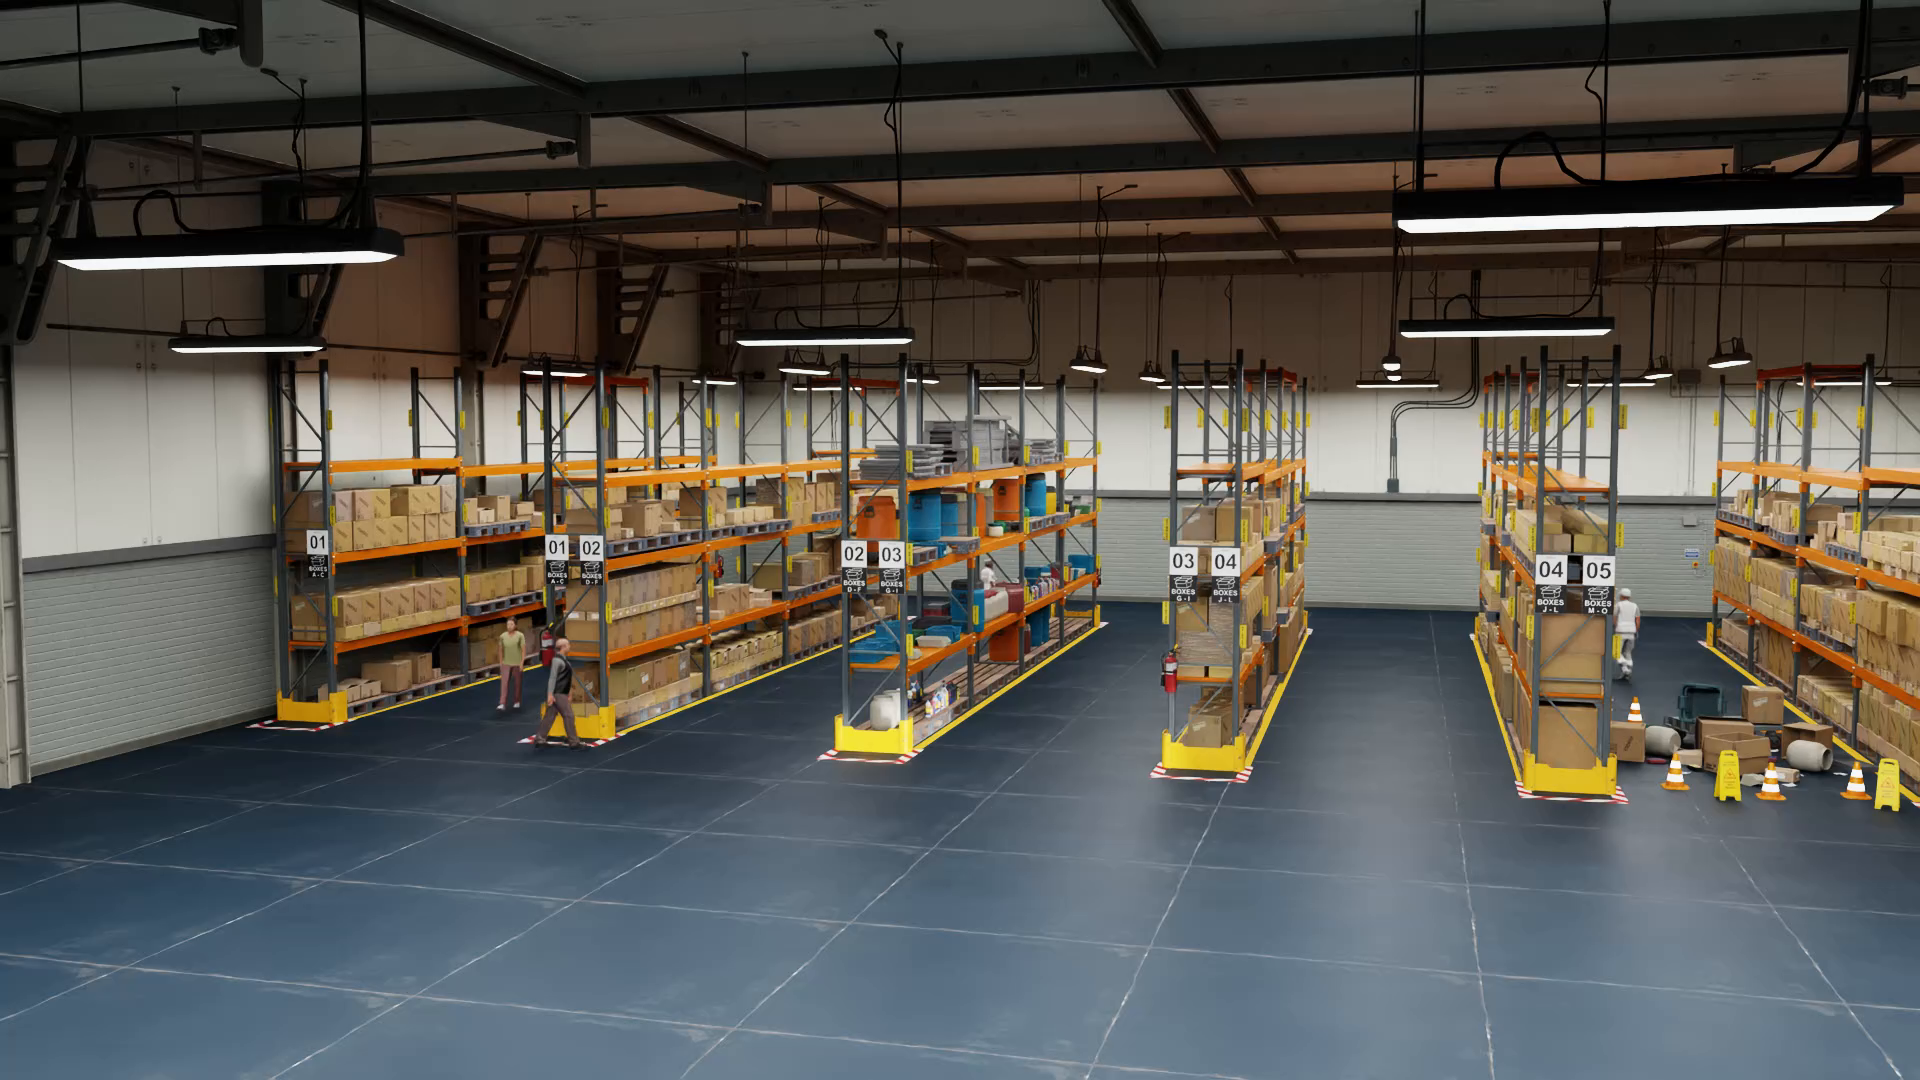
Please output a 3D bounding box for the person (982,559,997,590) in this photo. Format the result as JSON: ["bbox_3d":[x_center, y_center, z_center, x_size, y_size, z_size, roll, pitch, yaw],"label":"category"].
[{"bbox_3d":[0.674,1.282,40.116,0.443,1.679,0.517,-3,5,-33],"label":"person"}]

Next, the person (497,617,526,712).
[{"bbox_3d":[-7.672,2.124,28.449,0.486,1.609,1.059,-1,4,-14],"label":"person"}]

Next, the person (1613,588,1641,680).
[{"bbox_3d":[12.876,1.821,32.140,0.634,1.763,0.660,-1,4,-10],"label":"person"}]

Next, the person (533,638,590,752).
[{"bbox_3d":[-6.046,2.339,25.209,0.853,1.703,0.582,-1,4,-7],"label":"person"}]
